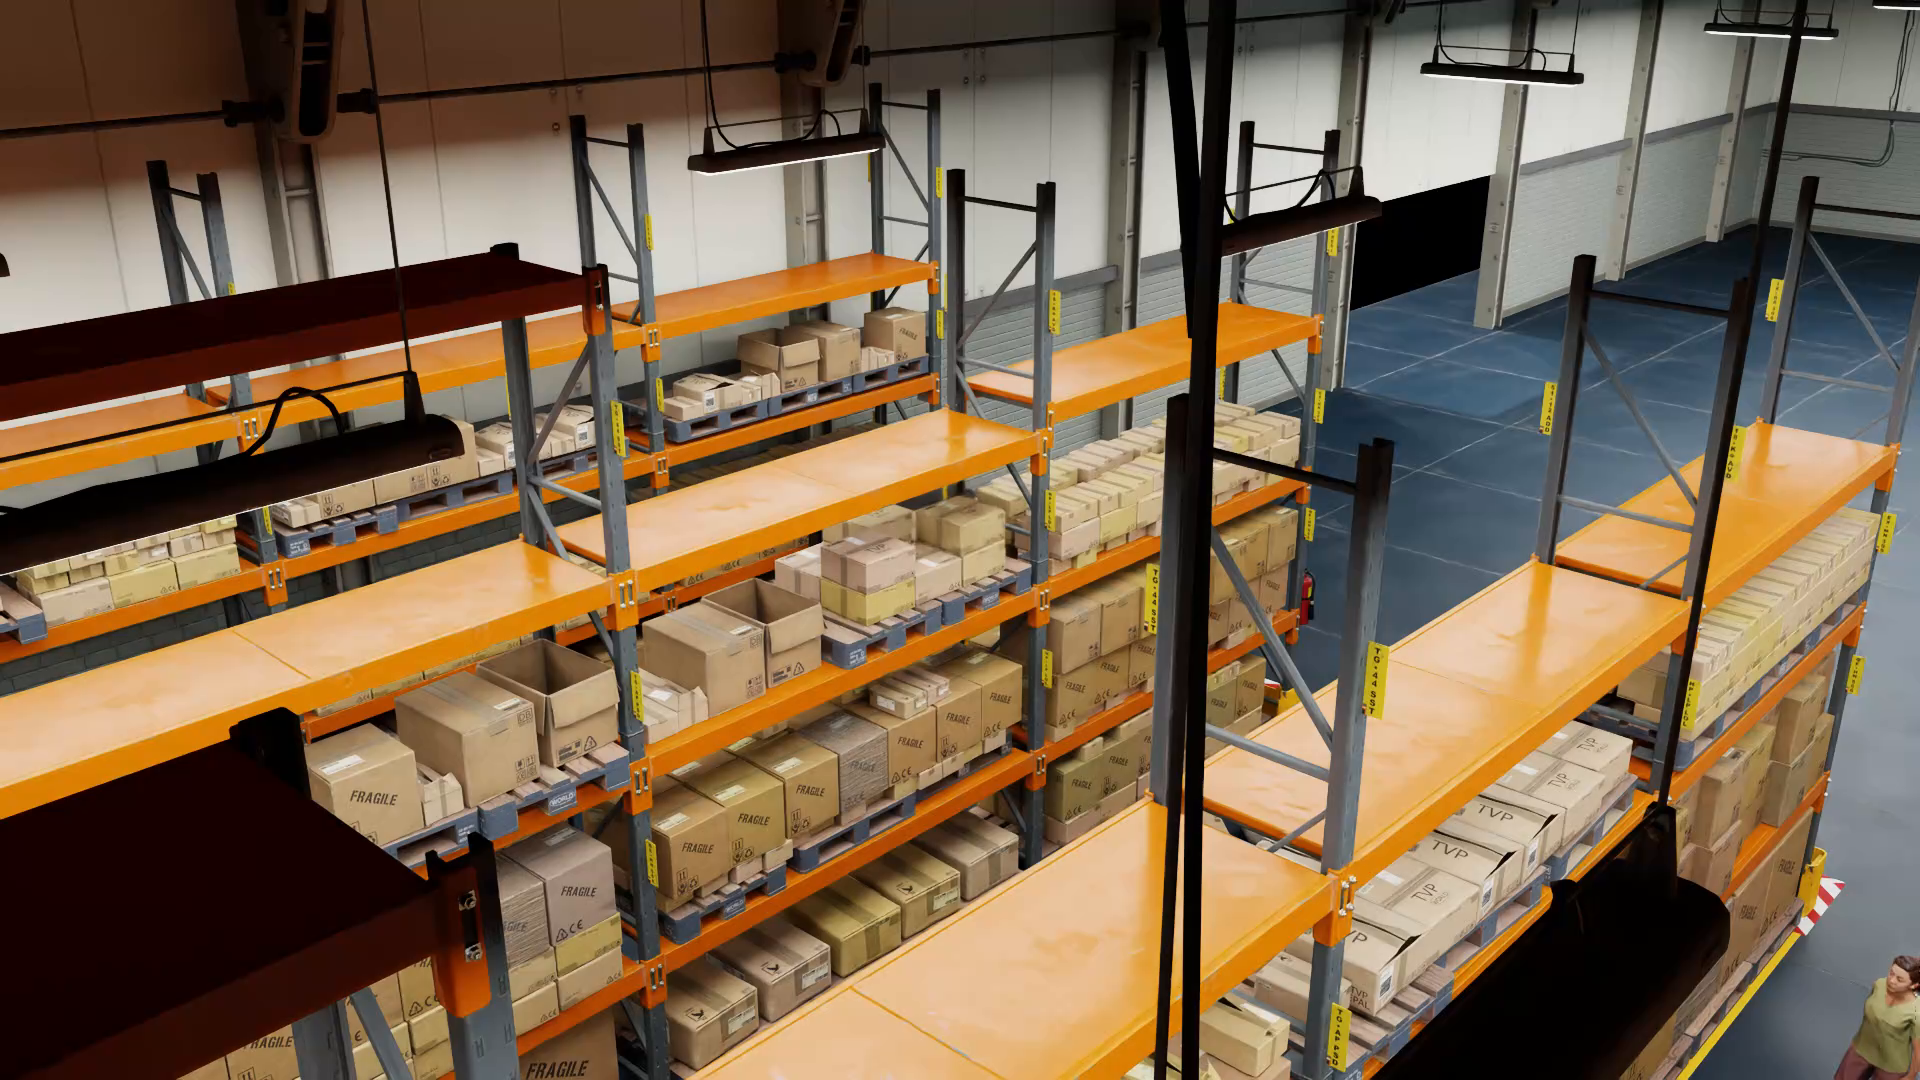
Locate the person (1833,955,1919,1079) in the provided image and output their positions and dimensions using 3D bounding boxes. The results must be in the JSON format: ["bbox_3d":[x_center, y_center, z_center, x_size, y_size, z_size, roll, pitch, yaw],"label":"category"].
[{"bbox_3d":[6.073,3.401,10.940,0.472,1.662,0.512,-16,26,-35],"label":"person"}]
